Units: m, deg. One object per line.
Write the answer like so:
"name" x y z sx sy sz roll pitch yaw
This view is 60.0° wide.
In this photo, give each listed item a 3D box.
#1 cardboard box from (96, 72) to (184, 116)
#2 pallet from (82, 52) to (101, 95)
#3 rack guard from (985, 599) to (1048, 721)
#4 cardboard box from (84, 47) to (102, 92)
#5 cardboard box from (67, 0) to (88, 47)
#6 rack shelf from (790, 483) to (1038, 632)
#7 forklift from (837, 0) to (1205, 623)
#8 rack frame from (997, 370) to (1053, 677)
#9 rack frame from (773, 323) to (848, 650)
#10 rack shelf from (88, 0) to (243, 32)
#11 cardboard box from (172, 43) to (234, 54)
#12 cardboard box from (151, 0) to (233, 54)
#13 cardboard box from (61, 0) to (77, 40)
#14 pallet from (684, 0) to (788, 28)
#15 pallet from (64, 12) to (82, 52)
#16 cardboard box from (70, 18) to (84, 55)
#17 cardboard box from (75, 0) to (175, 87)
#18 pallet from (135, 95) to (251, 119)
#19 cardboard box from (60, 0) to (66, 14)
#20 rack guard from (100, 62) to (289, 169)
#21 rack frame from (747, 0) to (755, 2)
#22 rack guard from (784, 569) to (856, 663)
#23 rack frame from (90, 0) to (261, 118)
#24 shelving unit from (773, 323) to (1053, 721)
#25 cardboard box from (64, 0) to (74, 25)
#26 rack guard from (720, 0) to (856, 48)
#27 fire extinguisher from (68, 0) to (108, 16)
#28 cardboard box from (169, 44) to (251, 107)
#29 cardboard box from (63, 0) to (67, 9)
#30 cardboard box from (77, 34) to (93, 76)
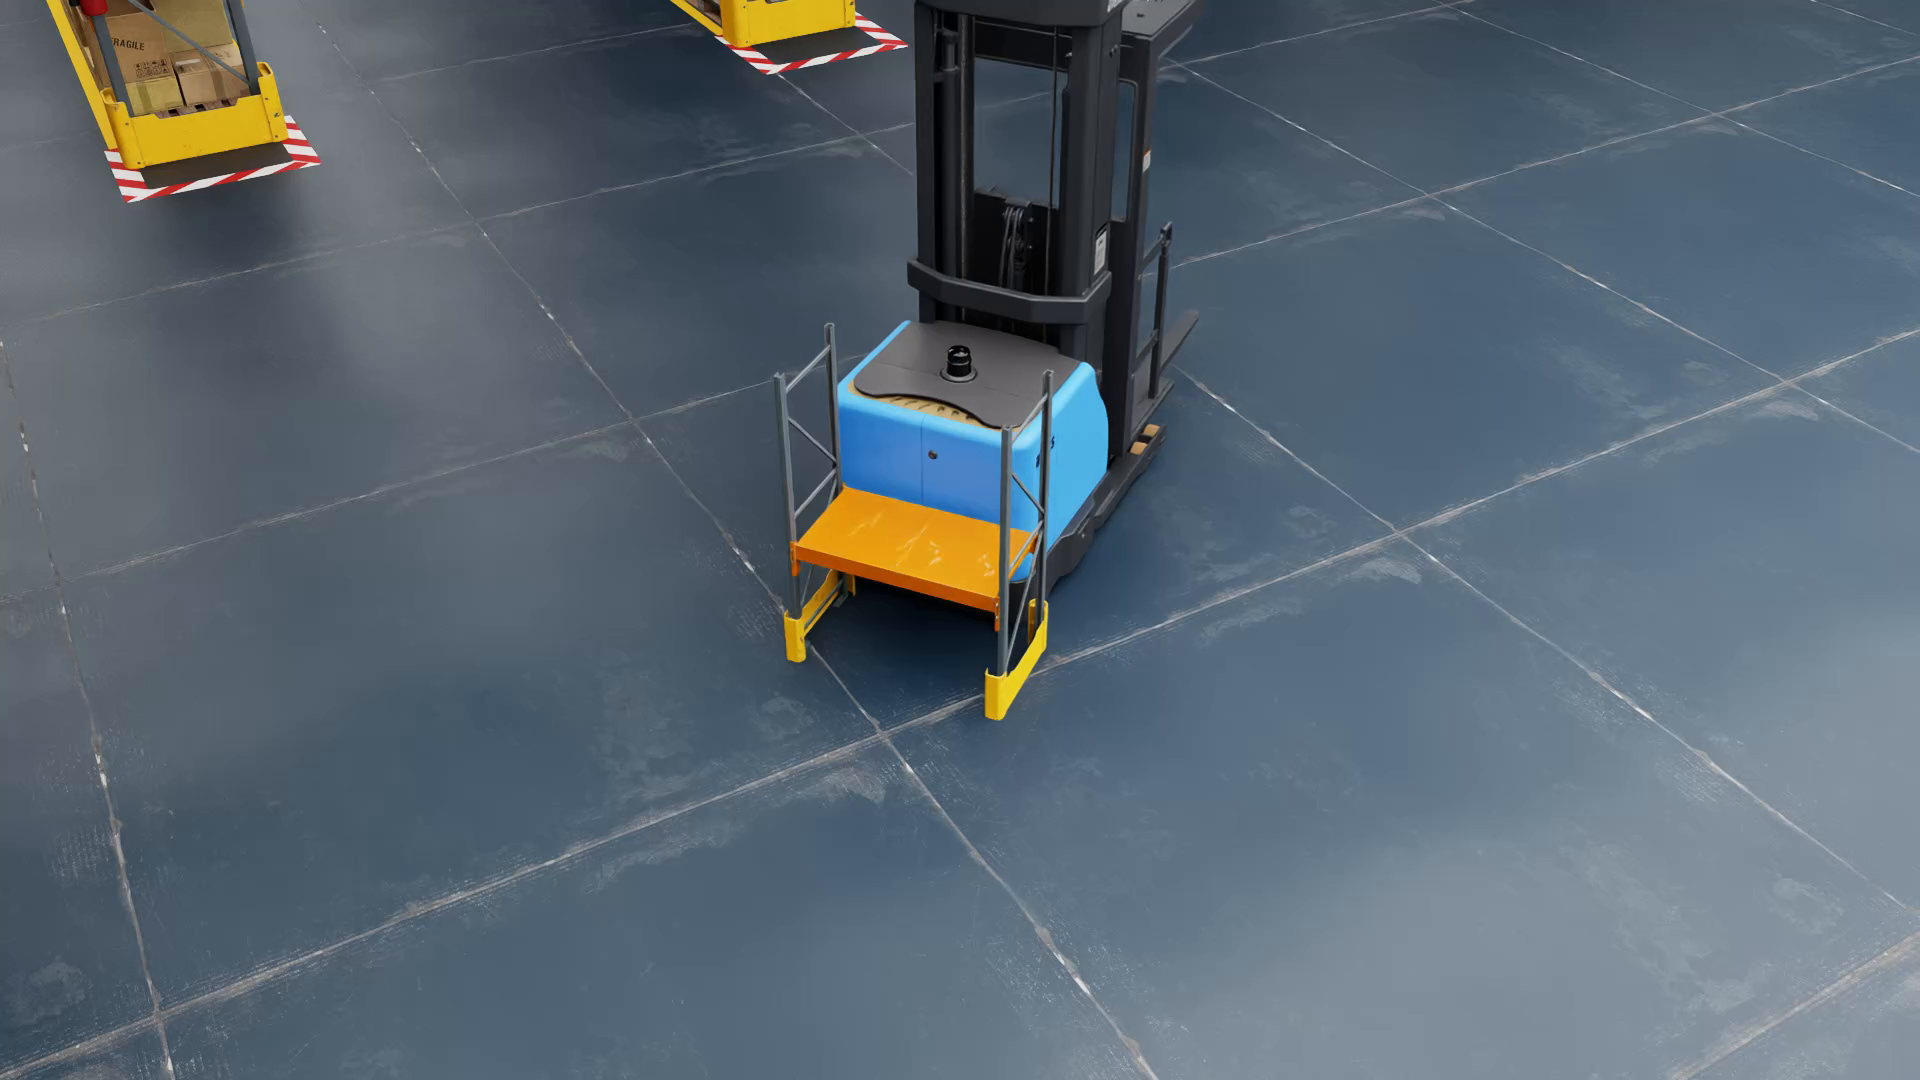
"cardboard box" -6.223 -3.435 12.612 0.500 0.250 0.500 -19 40 -24
"pallet" -6.728 -4.063 13.861 1.003 0.211 1.213 -19 40 -24
"rack guard" 0.258 0.537 7.530 0.087 0.250 0.587 14 39 19
"cardboard box" -6.485 -3.686 12.956 0.500 0.250 0.500 -19 40 -24
"cardboard box" -6.740 -4.243 13.082 0.500 0.500 0.500 -19 40 -24
"rack shelf" -0.191 0.063 7.424 1.000 0.185 0.538 14 39 19
"forklift" 0.478 -1.651 8.253 1.130 2.935 3.031 16 39 20
"rack frame" 0.275 0.037 7.155 0.032 1.500 0.500 14 39 19
"rack frame" -0.658 -0.201 7.481 0.032 1.500 0.500 14 39 19
"rack shelf" -6.703 -4.919 13.279 1.077 0.370 4.000 -19 40 -24
"cardboard box" -6.030 -3.842 13.170 0.500 0.250 0.500 -19 40 -24
"cardboard box" -6.028 -4.145 12.949 0.500 0.500 0.500 -19 40 -24
"cardboard box" -7.243 -4.449 14.001 0.500 0.250 0.500 -19 40 -24
"pallet" -1.896 -4.970 15.103 1.003 0.211 1.213 -19 40 -24
"pallet" -7.345 -4.685 14.713 1.003 0.211 1.213 -19 40 -24
"cardboard box" -6.987 -4.196 13.655 0.500 0.250 0.500 -19 40 -24
"cardboard box" -6.225 -3.737 12.390 0.500 0.500 0.500 -19 40 -24
"pallet" -6.119 -3.441 13.010 1.003 0.211 1.213 -19 40 -24
"cardboard box" -7.490 -4.706 14.352 0.500 0.250 0.500 -19 40 -24
"rack guard" -5.686 -3.168 12.391 1.175 0.500 0.348 -19 40 -24
"rack frame" -1.414 -5.655 13.677 1.000 3.000 0.127 -19 40 -24
"rack guard" -0.657 0.304 7.850 0.087 0.250 0.587 14 39 19
"rack frame" -5.698 -4.190 11.670 1.000 3.000 0.127 -19 40 -24
"shelving unit" -0.199 -0.084 7.321 1.083 1.500 0.587 14 39 19
"cardboard box" -6.990 -4.498 13.432 0.500 0.500 0.500 -19 40 -24
"rack guard" -1.492 -4.671 14.449 1.175 0.500 0.348 -19 40 -24
"fire extinguisher" -6.041 -3.960 11.422 0.296 0.674 0.183 -19 40 -24
"cardboard box" -5.775 -3.588 12.822 0.500 0.250 0.500 -19 40 -24
"cardboard box" -7.243 -4.752 13.780 0.500 0.500 0.500 -19 40 -24
"cardboard box" -6.737 -3.941 13.305 0.500 0.250 0.500 -19 40 -24
